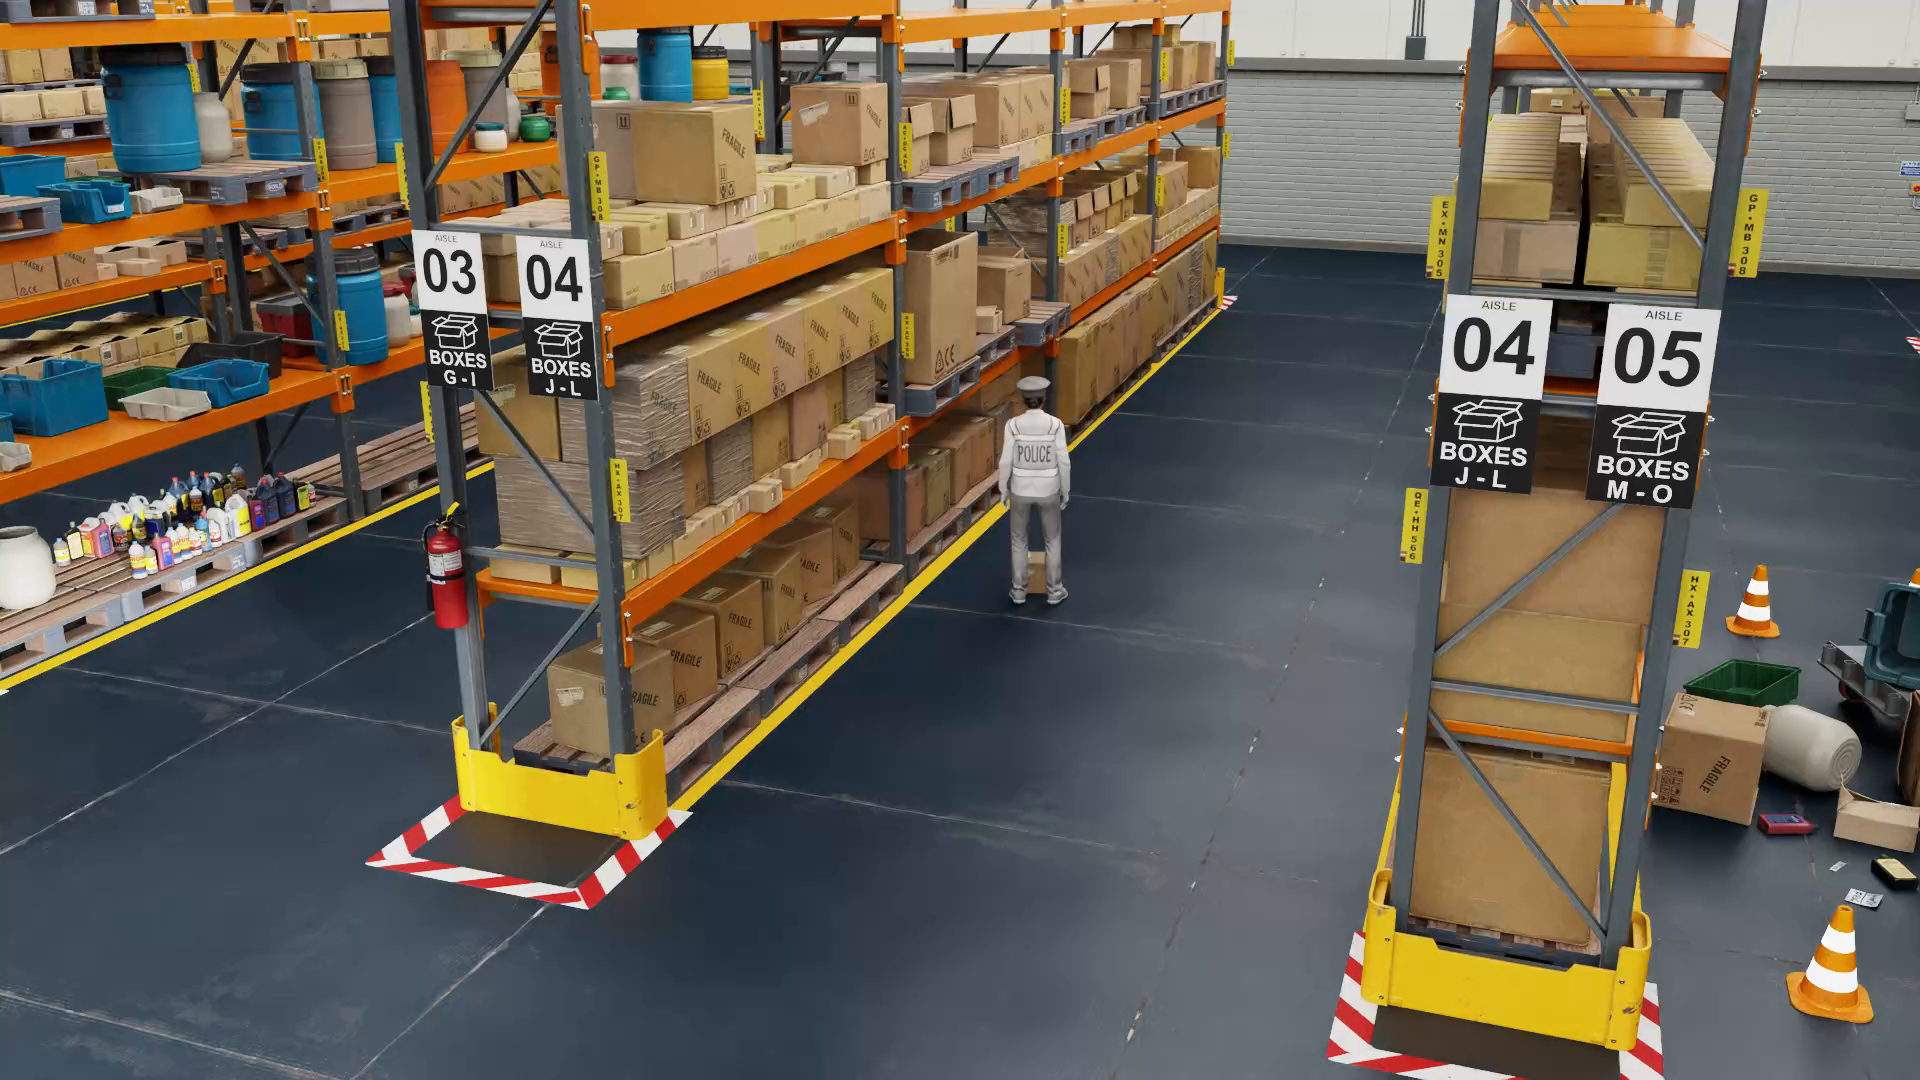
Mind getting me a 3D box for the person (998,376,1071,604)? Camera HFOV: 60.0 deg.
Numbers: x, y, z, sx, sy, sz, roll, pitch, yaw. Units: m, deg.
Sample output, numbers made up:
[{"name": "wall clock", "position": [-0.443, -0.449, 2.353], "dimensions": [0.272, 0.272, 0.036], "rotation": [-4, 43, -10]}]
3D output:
[{"name": "person", "position": [0.539, -0.341, 12.062], "dimensions": [0.523, 1.663, 0.372], "rotation": [1, 19, 3]}]
